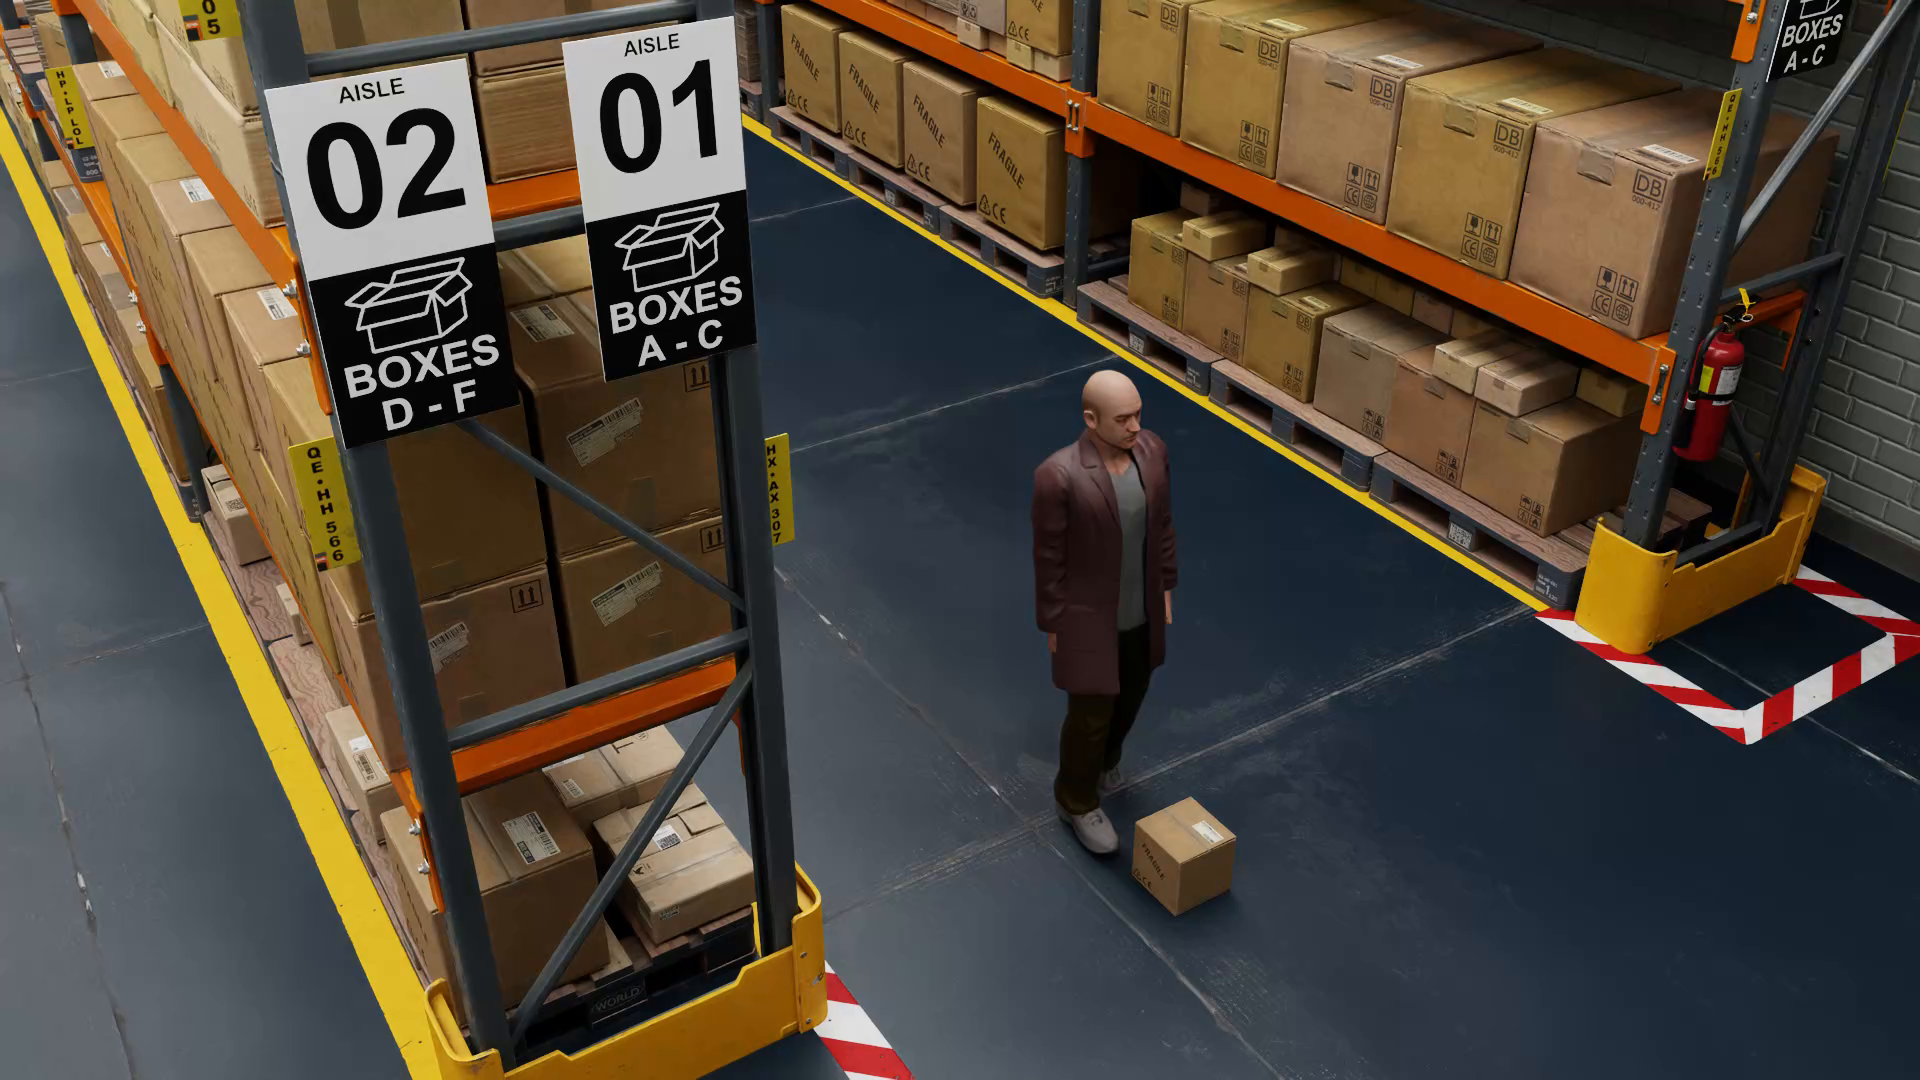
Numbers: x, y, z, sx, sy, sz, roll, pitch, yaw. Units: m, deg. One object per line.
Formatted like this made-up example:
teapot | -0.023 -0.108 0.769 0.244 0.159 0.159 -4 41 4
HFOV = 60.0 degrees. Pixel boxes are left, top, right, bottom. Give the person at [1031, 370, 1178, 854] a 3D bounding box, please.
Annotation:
person | 0.519 0.271 5.812 0.574 1.864 0.602 -18 36 -26
